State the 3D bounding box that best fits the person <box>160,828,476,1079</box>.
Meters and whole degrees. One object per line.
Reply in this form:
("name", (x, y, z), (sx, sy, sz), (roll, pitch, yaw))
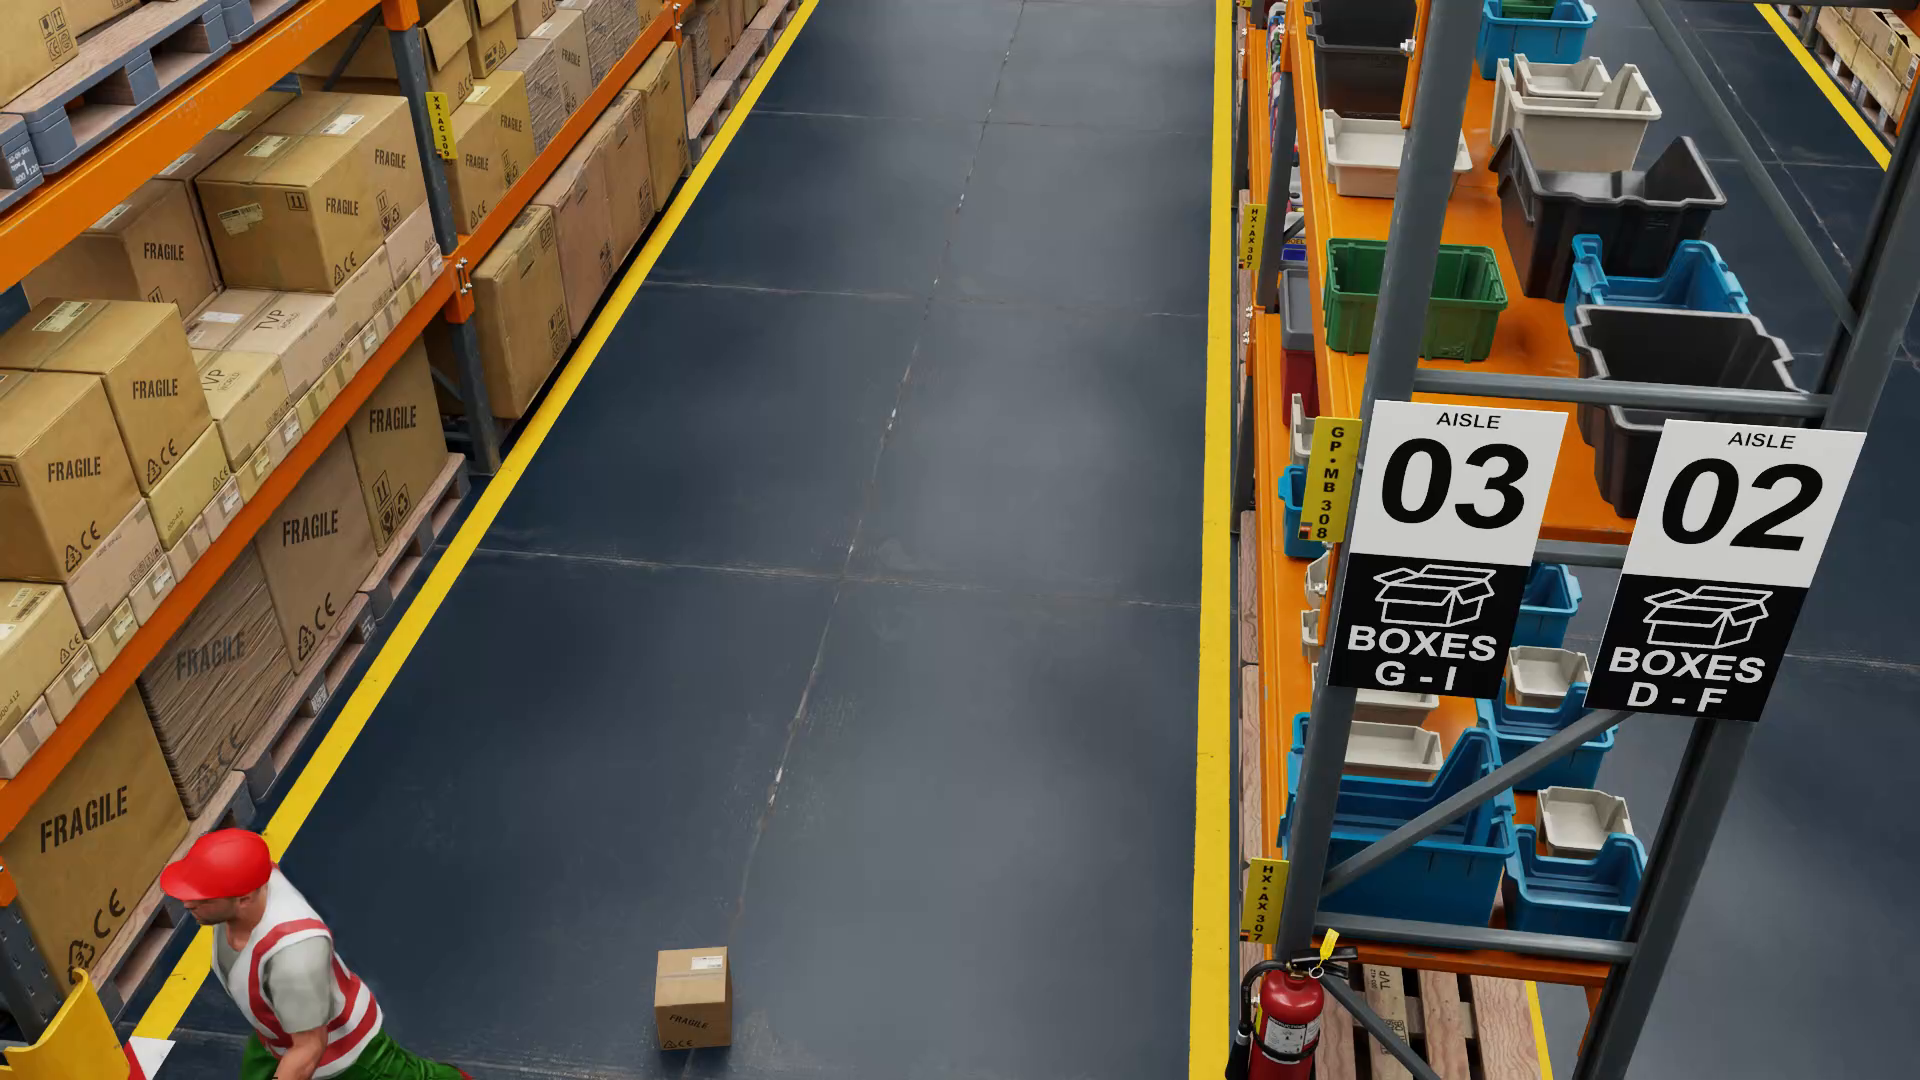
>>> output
("person", (-2.007, 1.487, 4.976), (0.666, 1.741, 1.071), (27, 44, 32))
